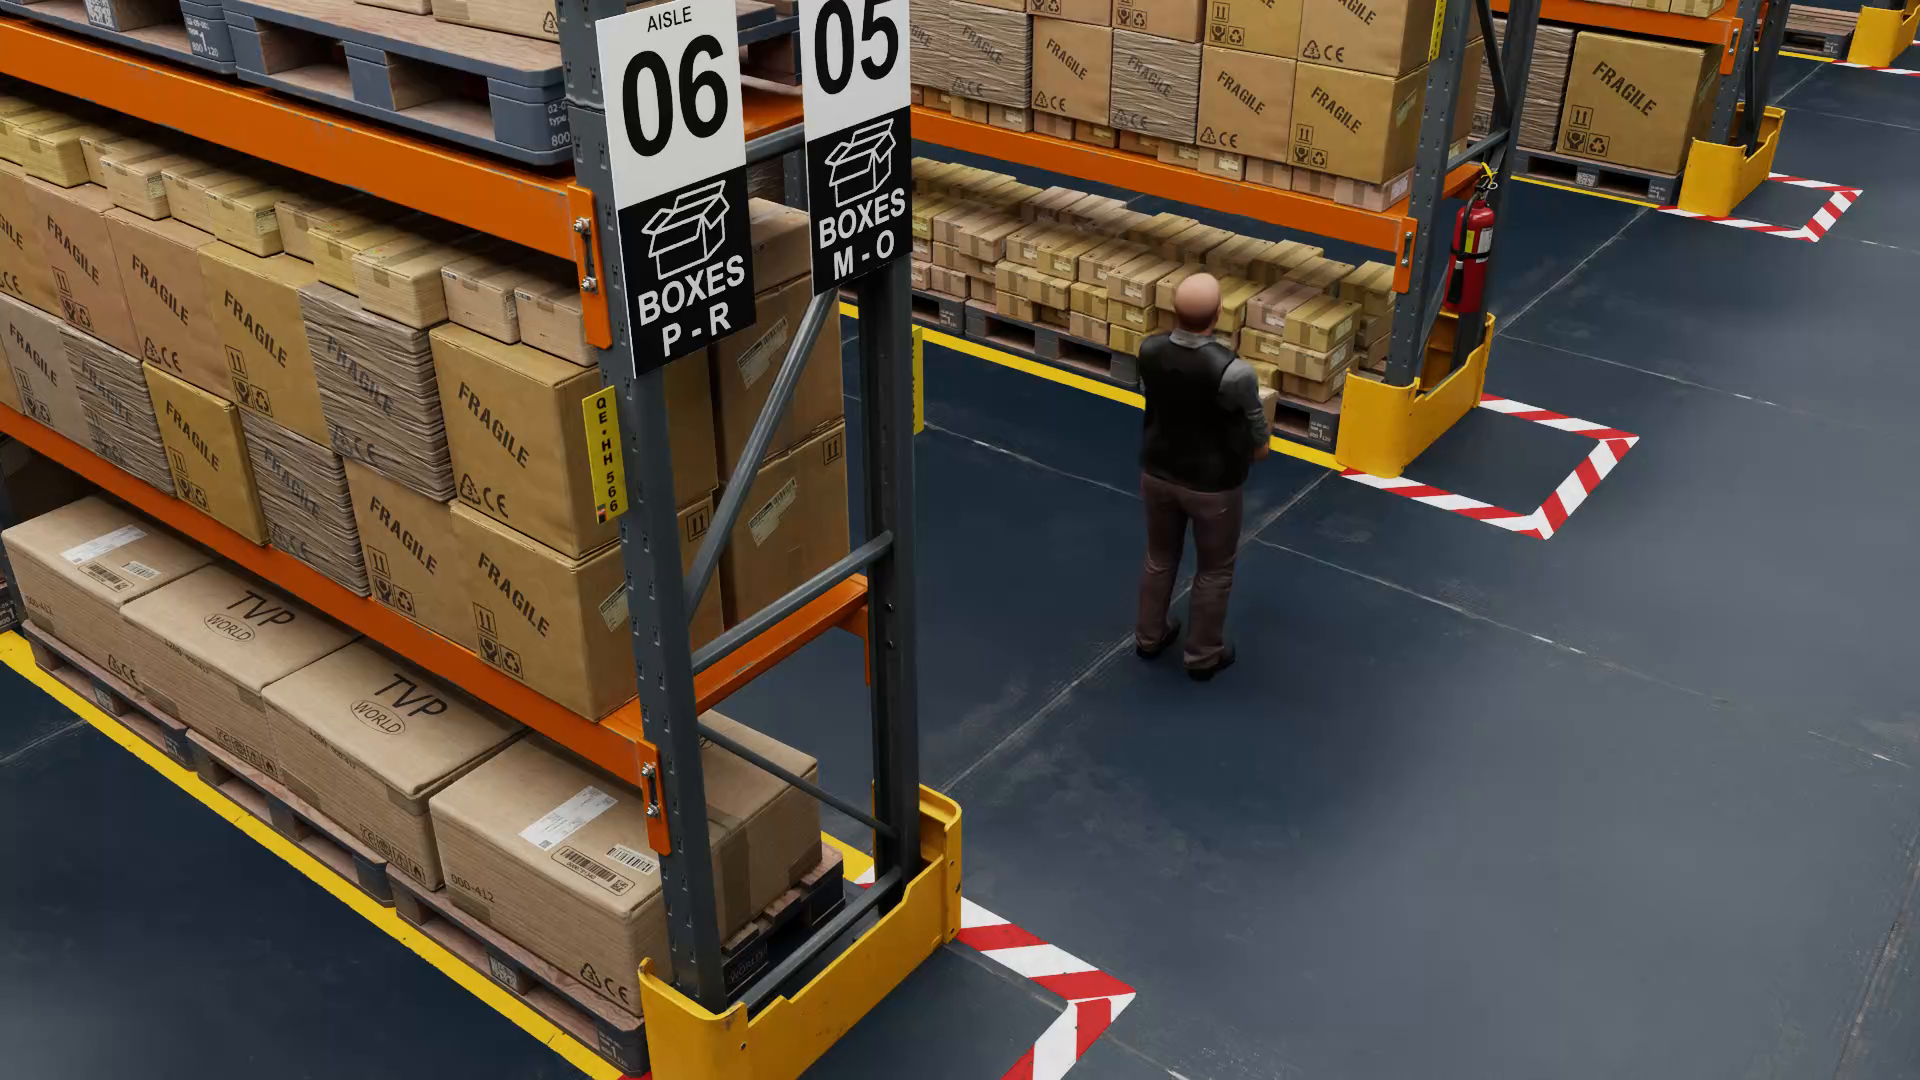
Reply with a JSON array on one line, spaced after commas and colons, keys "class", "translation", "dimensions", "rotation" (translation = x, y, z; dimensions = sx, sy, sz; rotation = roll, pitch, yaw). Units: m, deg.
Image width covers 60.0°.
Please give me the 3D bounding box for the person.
[{"class": "person", "translation": [0.971, -0.287, 6.647], "dimensions": [0.495, 1.718, 0.526], "rotation": [21, 37, 32]}]
